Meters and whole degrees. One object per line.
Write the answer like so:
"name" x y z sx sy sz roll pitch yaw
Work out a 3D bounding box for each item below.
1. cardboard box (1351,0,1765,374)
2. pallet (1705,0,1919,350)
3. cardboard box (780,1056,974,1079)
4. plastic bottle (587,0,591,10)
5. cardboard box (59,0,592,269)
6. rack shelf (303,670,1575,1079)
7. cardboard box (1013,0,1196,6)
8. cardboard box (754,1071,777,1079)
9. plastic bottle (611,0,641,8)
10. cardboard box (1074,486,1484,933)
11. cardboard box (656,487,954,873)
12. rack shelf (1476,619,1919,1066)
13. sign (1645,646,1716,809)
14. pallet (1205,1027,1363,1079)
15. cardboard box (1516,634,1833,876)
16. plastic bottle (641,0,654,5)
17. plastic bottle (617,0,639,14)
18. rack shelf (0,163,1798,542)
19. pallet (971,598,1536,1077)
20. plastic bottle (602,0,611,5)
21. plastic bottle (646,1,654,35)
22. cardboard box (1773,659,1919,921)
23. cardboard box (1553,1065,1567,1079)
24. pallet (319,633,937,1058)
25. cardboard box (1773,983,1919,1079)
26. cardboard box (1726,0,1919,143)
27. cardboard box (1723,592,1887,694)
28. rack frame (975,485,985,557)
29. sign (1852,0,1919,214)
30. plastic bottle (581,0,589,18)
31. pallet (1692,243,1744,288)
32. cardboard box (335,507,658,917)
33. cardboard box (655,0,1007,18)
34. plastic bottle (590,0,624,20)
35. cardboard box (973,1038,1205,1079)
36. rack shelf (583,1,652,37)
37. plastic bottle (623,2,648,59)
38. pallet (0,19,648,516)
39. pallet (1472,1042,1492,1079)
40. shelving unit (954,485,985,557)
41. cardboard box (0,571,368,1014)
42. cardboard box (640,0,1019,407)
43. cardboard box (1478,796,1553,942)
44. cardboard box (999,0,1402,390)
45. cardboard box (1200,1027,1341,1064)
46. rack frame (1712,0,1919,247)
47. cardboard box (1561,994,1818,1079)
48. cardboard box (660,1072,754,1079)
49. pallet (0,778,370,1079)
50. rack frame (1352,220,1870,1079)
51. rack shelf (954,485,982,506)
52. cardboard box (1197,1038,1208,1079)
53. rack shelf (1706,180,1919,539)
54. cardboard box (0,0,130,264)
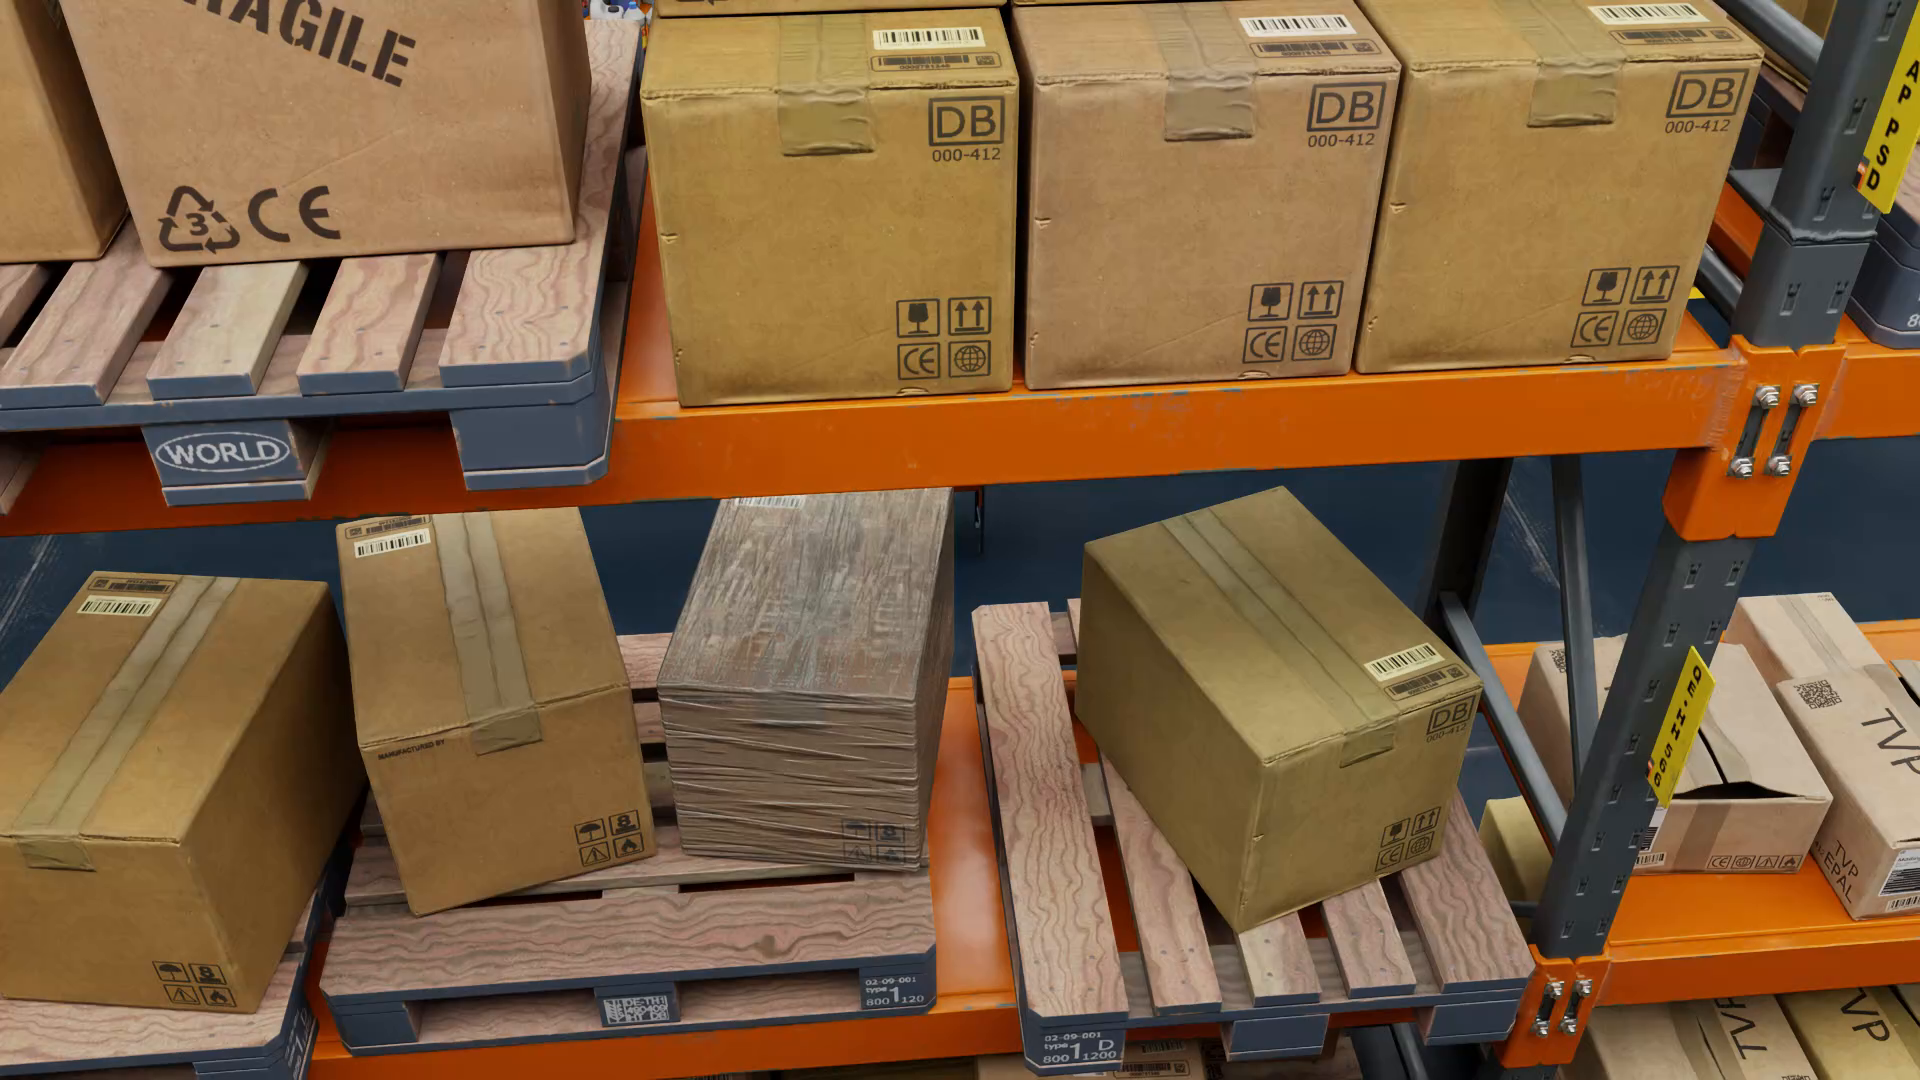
"cardboard box" 0.816 -0.740 2.764 0.500 0.500 0.910 -3 38 -4
"pallet" 1.916 -0.764 3.027 1.003 0.211 1.213 -1 38 -2
"cardboard box" -0.178 1.465 4.134 0.500 0.500 0.500 -4 38 -6
"plastic bottle" -1.807 -2.632 7.765 0.135 0.276 0.152 -3 38 -4
"cardboard box" -0.900 -0.826 2.454 0.600 0.600 0.600 -5 39 -6
"rack shelf" -0.744 0.824 3.864 4.000 0.370 1.077 -3 38 -4
"cardboard box" 0.305 -1.129 2.450 0.500 0.500 0.500 -3 38 -4
"cardboard box" -0.701 1.498 4.093 0.500 0.500 0.500 -5 38 -6
"plastic bottle" -1.576 -2.645 7.781 0.135 0.276 0.152 -3 38 -4
"cardboard box" 0.631 0.332 3.488 0.500 0.500 0.700 -16 41 -19
"cardboard box" -0.297 0.264 3.573 0.500 0.500 0.700 4 38 5
"rack shelf" 3.240 0.605 4.143 4.000 0.370 1.077 -3 38 -4
"sign" 1.305 0.343 3.023 0.005 0.325 0.100 -3 38 -4
"pallet" 0.501 1.545 4.622 1.213 0.211 1.003 -3 38 -4
"cardboard box" 1.614 0.474 3.799 0.500 0.311 0.500 -1 38 -1
"plastic bottle" -1.463 -2.639 7.833 0.097 0.201 0.097 0 38 0
"plastic bottle" -1.547 -2.567 7.686 0.097 0.271 0.097 0 38 0
"rack shelf" -0.744 -0.353 2.935 4.000 0.370 1.077 -3 38 -4
"pallet" 0.579 0.588 3.738 1.003 0.211 1.213 -3 38 -4
"plastic bottle" -1.694 -2.626 7.817 0.097 0.201 0.097 0 38 0
"plastic bottle" -1.308 -2.203 7.224 0.097 0.271 0.097 0 38 0
"cardboard box" 2.156 0.538 3.719 0.500 0.311 0.500 -4 38 -5
"cardboard box" 1.796 1.499 4.309 0.500 0.250 0.500 -3 38 -4
"pallet" -0.689 0.617 3.701 1.213 0.211 1.003 -3 38 -4
"cardboard box" 2.318 1.245 4.179 0.500 0.311 0.500 -4 38 -5
"cardboard box" 1.695 -0.911 2.844 0.500 0.250 0.500 -6 39 -7
"cardboard box" 2.119 0.311 4.137 0.250 0.149 0.380 -3 38 -4
"rack frame" 0.078 -0.475 6.384 0.015 1.200 0.240 -3 38 -4
"sign" 1.294 -0.613 2.267 0.005 0.325 0.100 -3 38 -4
"plastic bottle" -1.778 -2.554 7.670 0.097 0.271 0.097 0 38 0
"pallet" 4.018 -1.682 8.711 1.213 0.211 1.003 -3 38 -4
"cardboard box" -0.982 0.312 3.513 0.500 0.500 0.700 -13 40 -15
"cardboard box" -0.203 -1.101 2.415 0.500 0.500 0.500 -3 38 -4
"plastic bottle" -1.523 -2.210 7.229 0.135 0.276 0.152 -3 38 -4
"cardboard box" 0.281 1.148 3.931 0.500 0.250 0.500 -2 38 -2
"rack shelf" -1.179 -2.232 7.738 4.000 0.370 1.077 -3 38 -4
"plastic bottle" -1.405 -2.198 7.217 0.097 0.271 0.097 0 38 0
"pallet" -1.048 -0.503 2.697 1.003 0.211 1.213 -3 38 -4
"pallet" 2.071 1.506 4.671 1.213 0.211 1.003 -3 38 -4
"shelving unit" -0.165 -0.462 6.367 0.503 1.200 0.258 -3 38 -4
"cardboard box" -1.565 0.483 3.297 0.500 0.500 0.700 3 38 3
"cardboard box" -0.210 -0.683 2.692 0.500 0.500 0.910 -3 38 -4
"cardboard box" 1.748 0.946 4.558 0.500 0.311 0.500 -2 38 -3
"cardboard box" 0.308 -0.712 2.728 0.500 0.500 0.910 -3 38 -4
"cardboard box" 0.769 1.089 4.611 0.500 0.500 0.500 -2 38 -2
"rack frame" 1.248 -1.923 1.922 0.127 3.000 1.000 -3 38 -4
"cardboard box" 1.796 1.279 4.135 0.500 0.311 0.500 -2 38 -2
"cardboard box" -0.737 1.207 3.856 0.500 0.250 0.500 -4 38 -5
"pallet" -1.931 0.750 3.532 1.213 0.211 1.003 -3 38 -4
"rack frame" 1.248 0.432 3.781 0.127 3.000 1.000 -3 38 -4
"rack shelf" -0.165 -0.253 6.531 0.480 0.148 0.258 -3 38 -4
"cardboard box" 0.337 1.437 4.170 0.500 0.500 0.500 -2 38 -2
"rack shelf" 3.240 -0.573 3.213 4.000 0.370 1.077 -3 38 -4
"cardboard box" -1.564 -0.802 2.423 0.600 0.600 0.600 -4 38 -4
